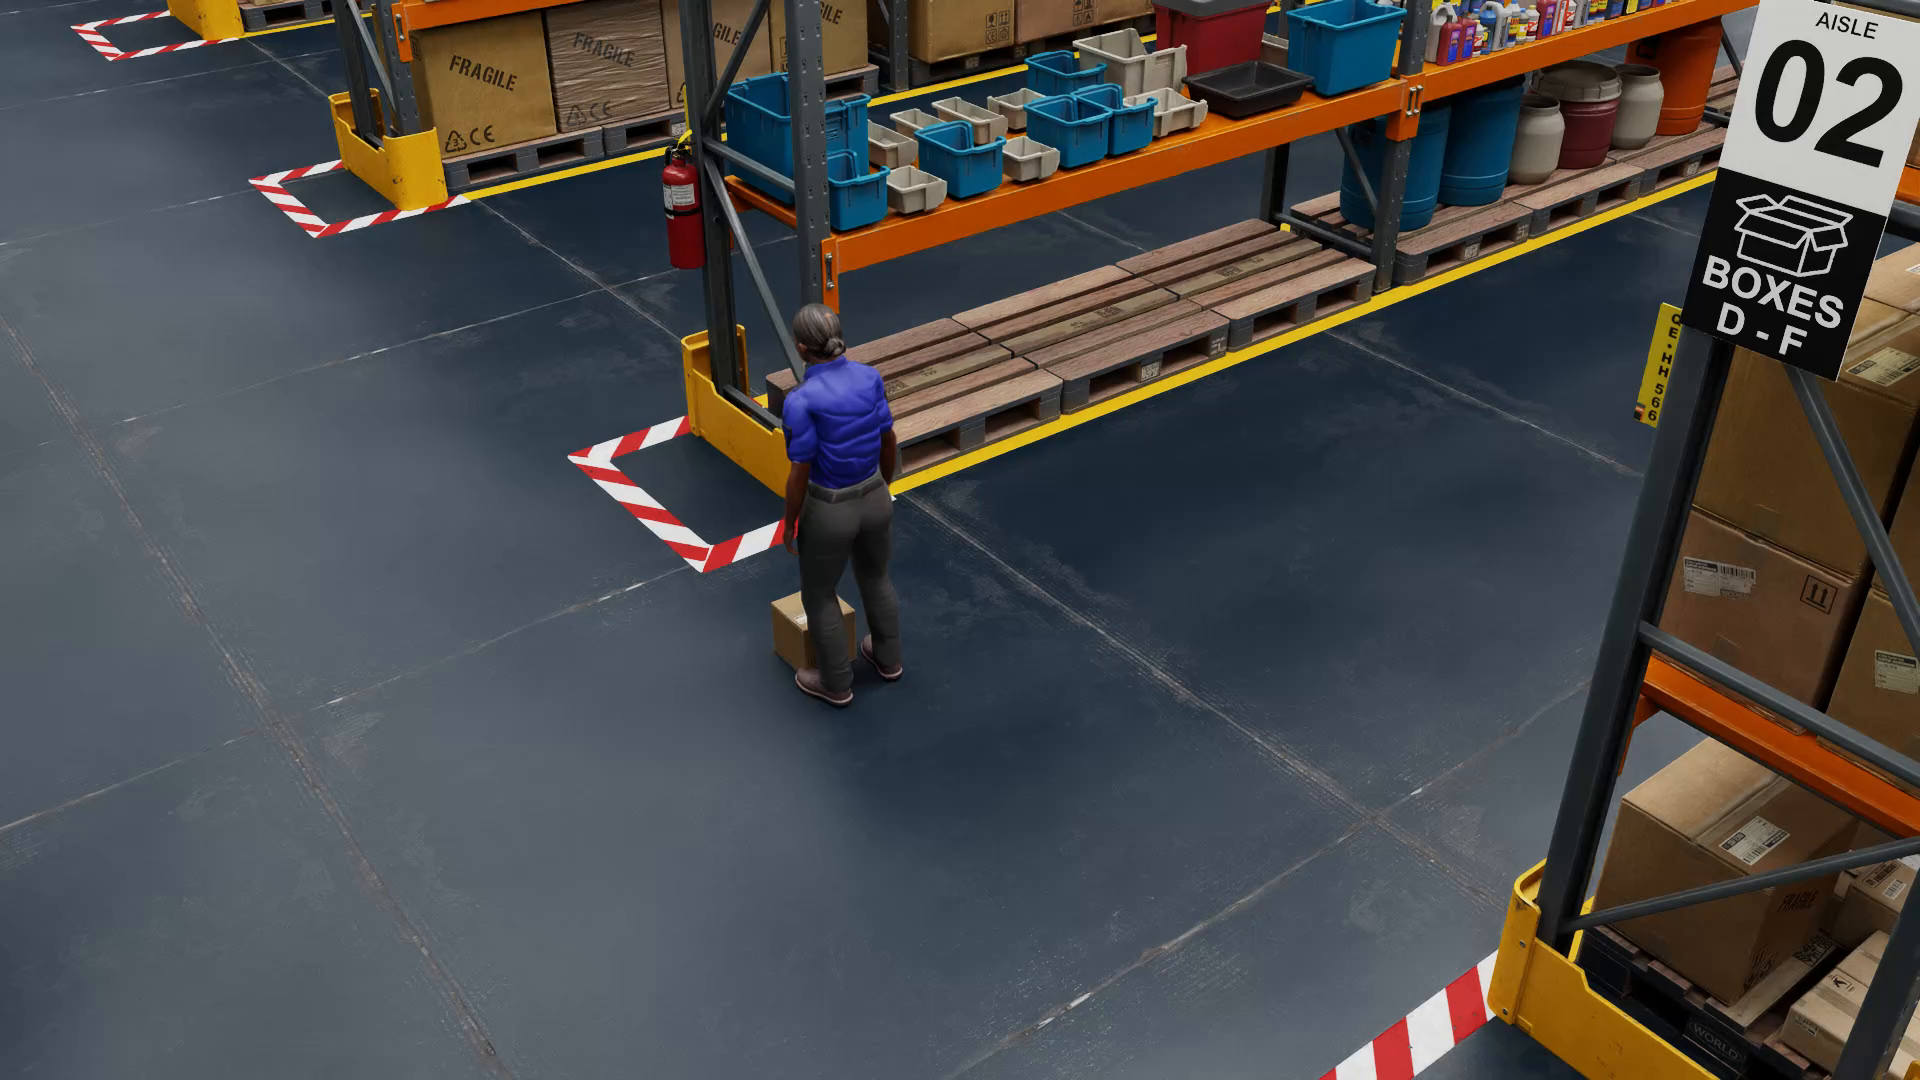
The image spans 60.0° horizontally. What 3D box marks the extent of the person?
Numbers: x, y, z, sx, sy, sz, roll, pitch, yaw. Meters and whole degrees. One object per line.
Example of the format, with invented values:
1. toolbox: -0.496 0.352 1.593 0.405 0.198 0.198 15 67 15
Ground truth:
1. person: -0.452 -0.124 6.339 0.516 1.654 0.353 -23 39 -32
